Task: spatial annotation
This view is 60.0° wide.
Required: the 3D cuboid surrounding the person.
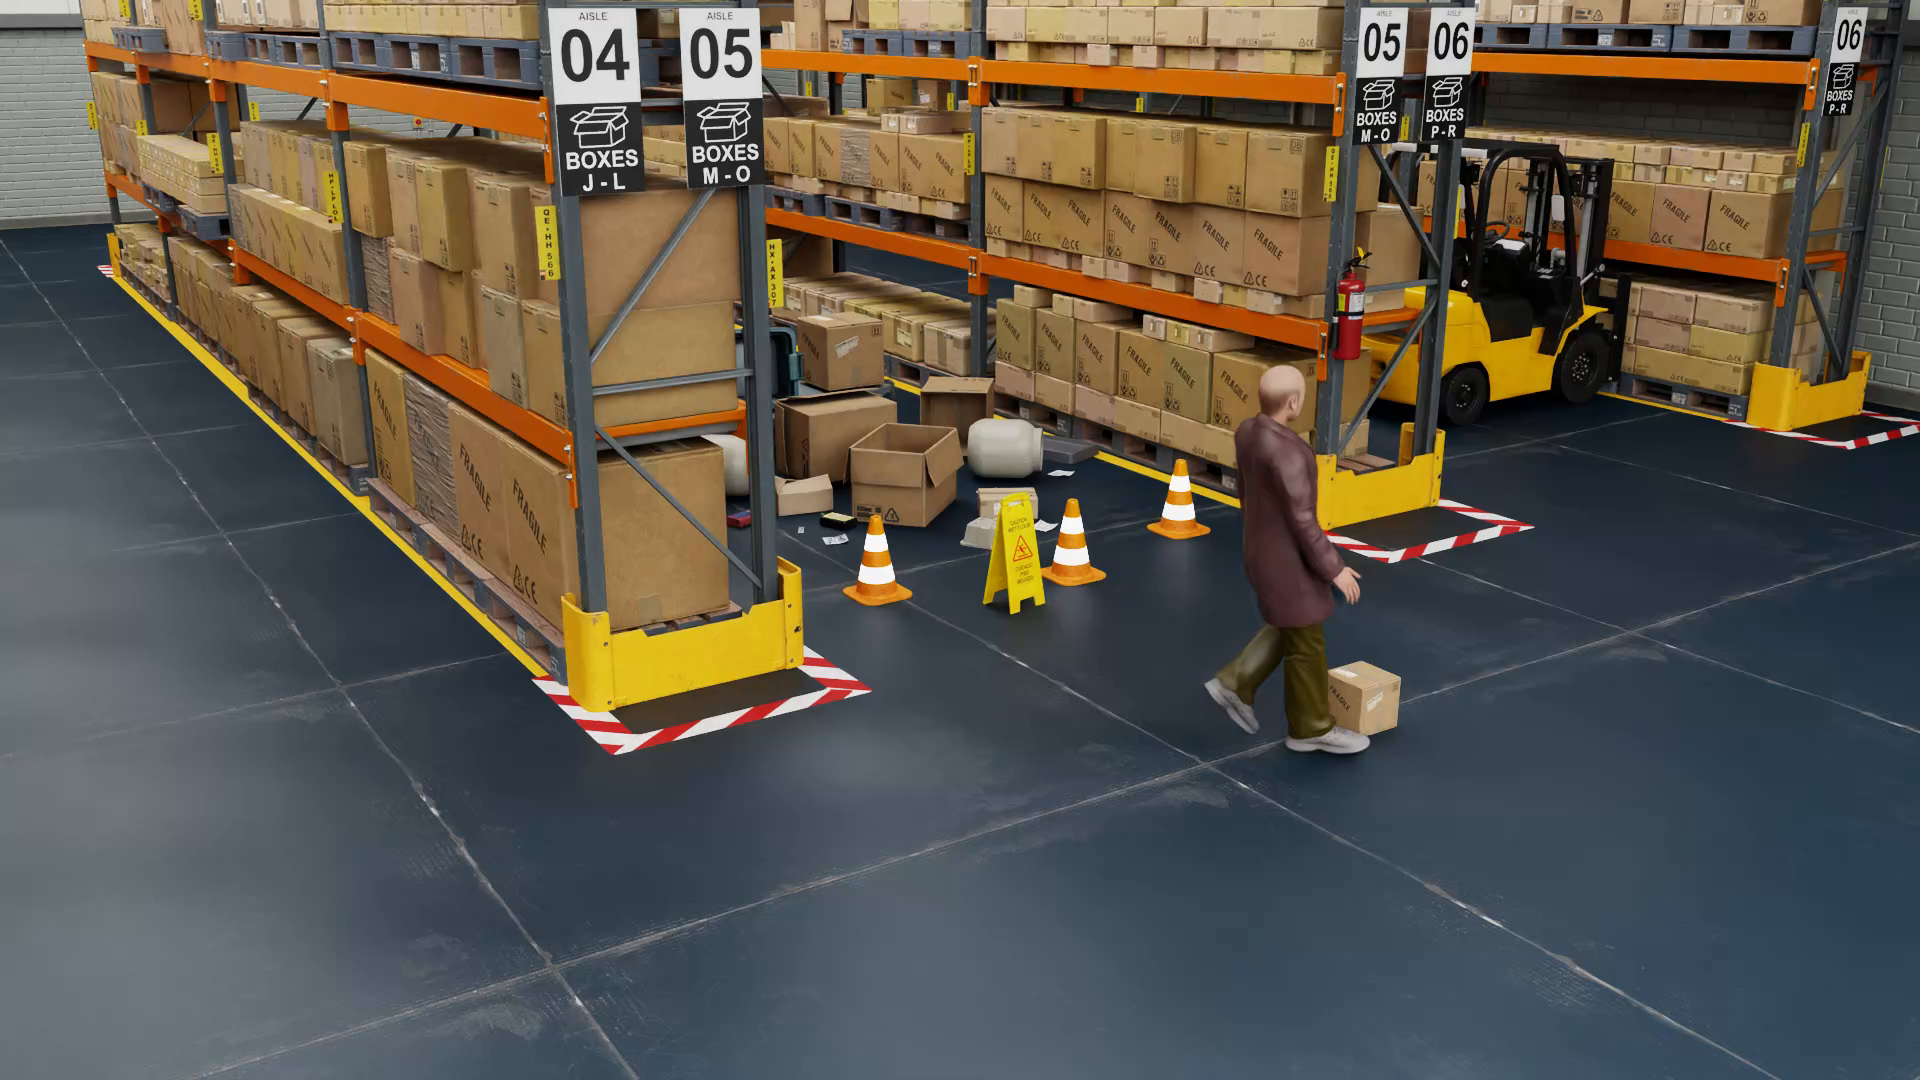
[{"bbox_3d":[1.470,0.191,7.297,0.722,1.559,0.654,-3,18,-9],"label":"person"}]
